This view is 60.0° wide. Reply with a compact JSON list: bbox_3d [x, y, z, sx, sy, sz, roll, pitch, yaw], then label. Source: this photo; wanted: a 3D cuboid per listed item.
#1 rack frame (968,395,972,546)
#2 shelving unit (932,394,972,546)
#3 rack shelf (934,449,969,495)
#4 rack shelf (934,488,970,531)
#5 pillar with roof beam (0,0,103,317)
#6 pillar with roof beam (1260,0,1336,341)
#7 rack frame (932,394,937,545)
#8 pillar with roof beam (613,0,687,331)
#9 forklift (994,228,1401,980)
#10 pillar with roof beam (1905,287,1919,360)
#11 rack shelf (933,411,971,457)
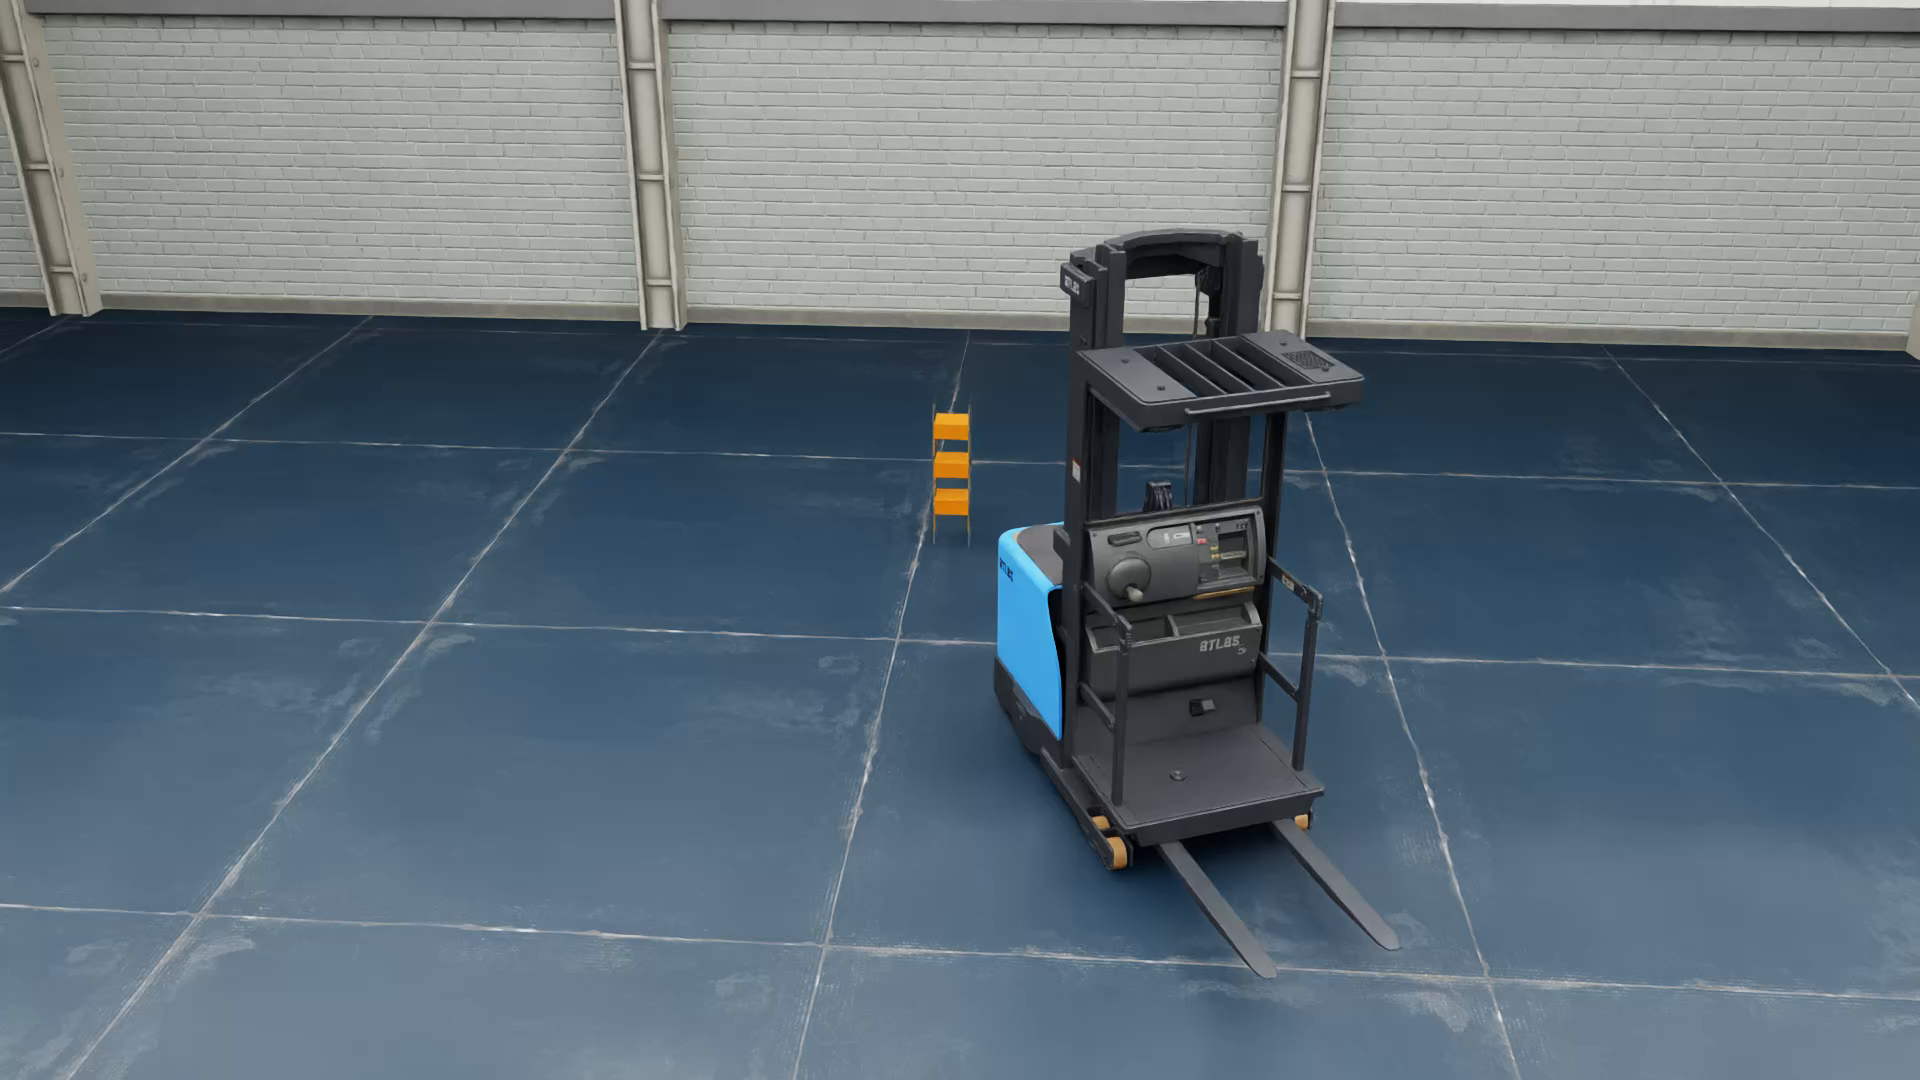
[{"bbox_3d":[0.068,-0.475,11.526,0.008,1.050,0.200,2,25,4],"label":"rack frame"},{"bbox_3d":[-0.053,-0.479,11.534,0.252,1.050,0.215,2,25,4],"label":"shelving unit"},{"bbox_3d":[-0.053,-0.469,11.539,0.240,0.259,0.215,2,25,4],"label":"rack shelf"},{"bbox_3d":[-0.053,-0.217,11.655,0.240,0.259,0.215,2,25,4],"label":"rack shelf"},{"bbox_3d":[-9.212,-4.591,10.961,0.400,9.000,9.100,2,25,4],"label":"pillar with roof beam"},{"bbox_3d":[2.753,-4.207,10.127,0.400,9.000,9.100,2,25,4],"label":"pillar with roof beam"},{"bbox_3d":[-0.175,-0.483,11.543,0.008,1.050,0.200,2,25,4],"label":"rack frame"},{"bbox_3d":[-3.229,-4.399,10.544,0.400,9.000,9.100,2,25,4],"label":"pillar with roof beam"},{"bbox_3d":[1.147,0.108,8.008,1.130,2.935,3.031,-8,26,-17],"label":"forklift"},{"bbox_3d":[8.735,-4.015,9.709,0.400,9.000,9.100,2,25,4],"label":"pillar with roof beam"},{"bbox_3d":[-0.053,-0.727,11.420,0.240,0.259,0.215,2,25,4],"label":"rack shelf"}]
